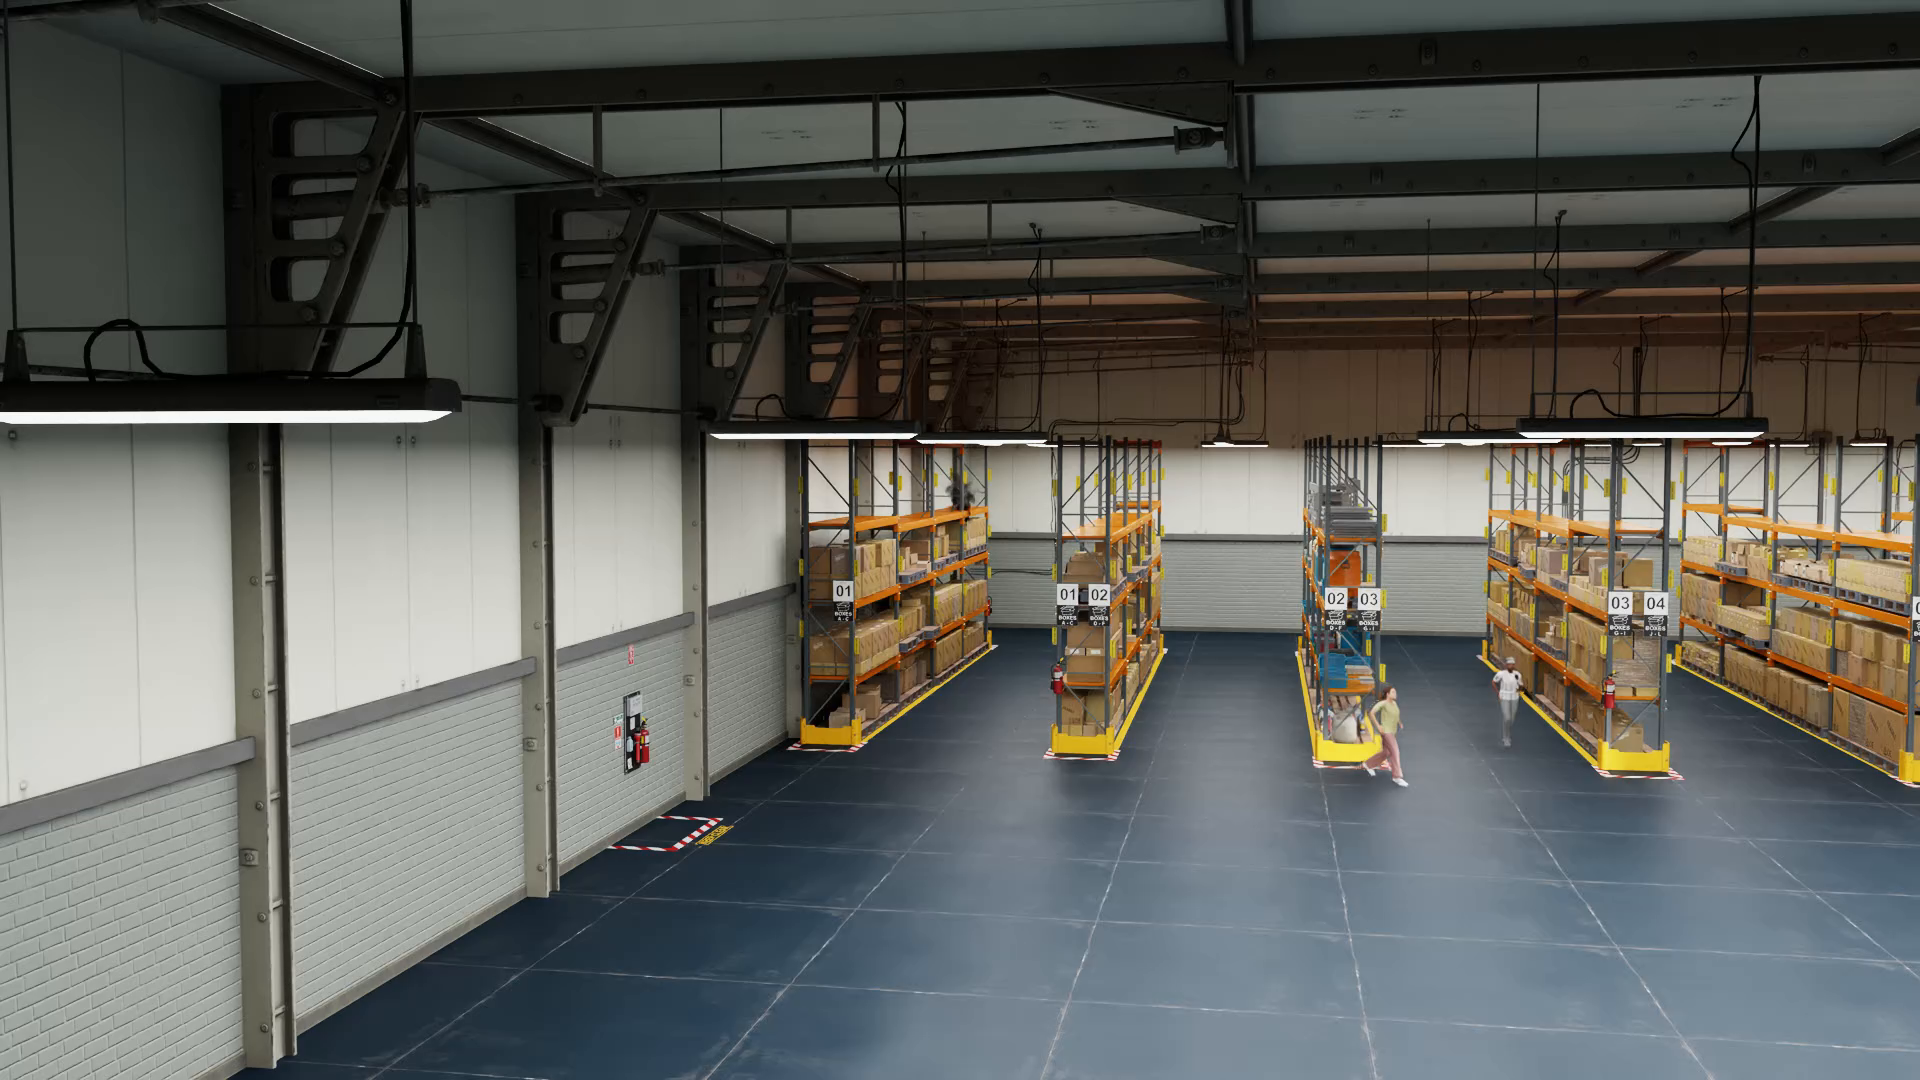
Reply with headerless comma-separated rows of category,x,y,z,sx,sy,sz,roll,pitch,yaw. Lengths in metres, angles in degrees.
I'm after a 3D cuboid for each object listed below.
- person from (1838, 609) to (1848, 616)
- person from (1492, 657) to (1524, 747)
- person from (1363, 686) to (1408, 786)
person,23.918,2.456,45.159,0.622,1.648,0.566,0,3,8
person,10.669,3.144,32.326,0.564,1.768,0.677,0,3,0
person,7.363,3.342,28.696,0.914,1.684,0.595,3,4,43
